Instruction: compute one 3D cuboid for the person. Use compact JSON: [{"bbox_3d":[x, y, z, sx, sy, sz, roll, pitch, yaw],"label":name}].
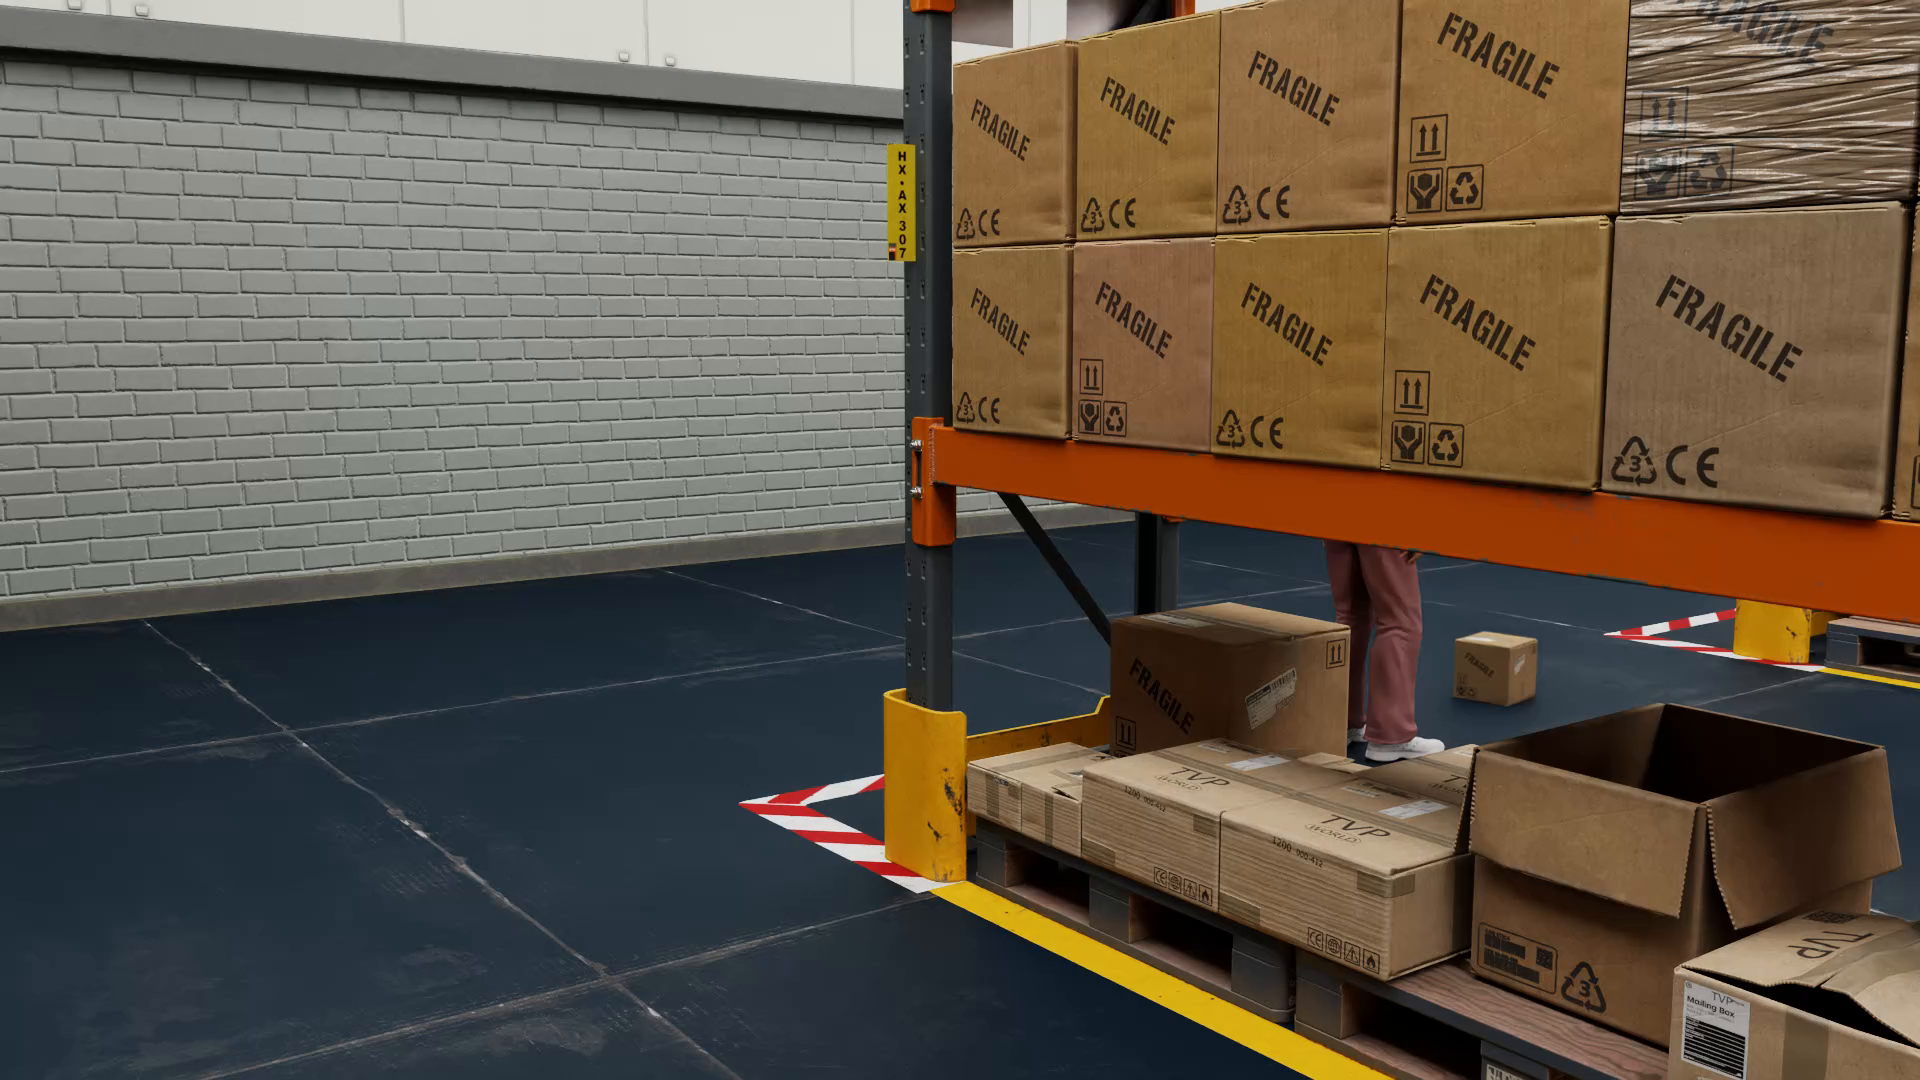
[{"bbox_3d":[1.523,-0.044,6.140,0.358,1.671,0.519,-5,9,-31],"label":"person"}]
